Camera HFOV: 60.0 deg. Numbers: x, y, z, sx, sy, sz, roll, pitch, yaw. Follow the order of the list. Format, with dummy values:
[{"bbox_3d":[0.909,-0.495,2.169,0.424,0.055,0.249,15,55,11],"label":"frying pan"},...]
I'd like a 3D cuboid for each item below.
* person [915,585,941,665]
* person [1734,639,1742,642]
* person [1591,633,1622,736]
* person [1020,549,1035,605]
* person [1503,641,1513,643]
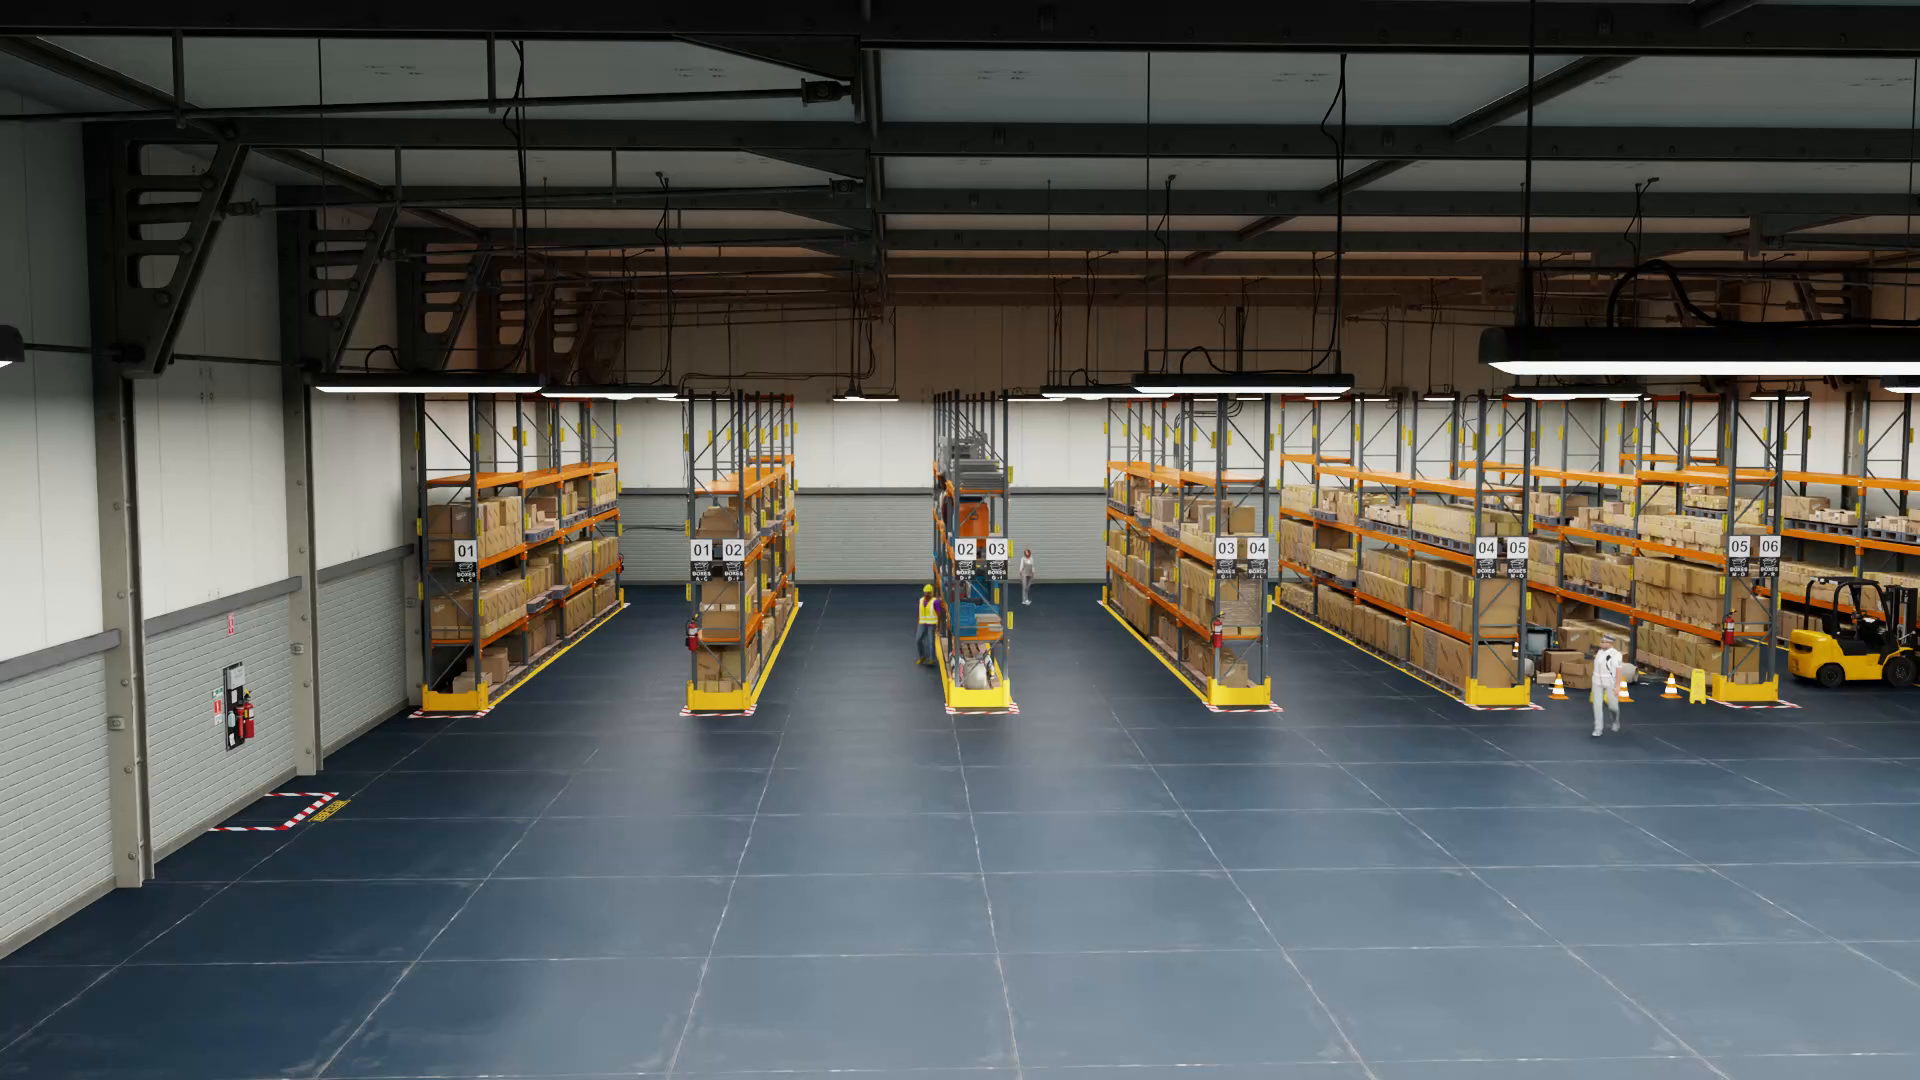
[{"bbox_3d":[-0.702,1.864,36.434,0.596,1.777,0.394,2,5,22],"label":"person"},{"bbox_3d":[17.477,1.810,37.330,0.494,1.805,0.577,3,6,36],"label":"person"},{"bbox_3d":[11.175,2.484,28.716,0.502,1.765,0.646,3,6,33],"label":"person"},{"bbox_3d":[1.952,1.045,47.775,0.456,1.601,0.529,-3,5,-32],"label":"person"},{"bbox_3d":[13.233,1.574,40.057,0.489,1.784,0.603,2,5,20],"label":"person"}]
